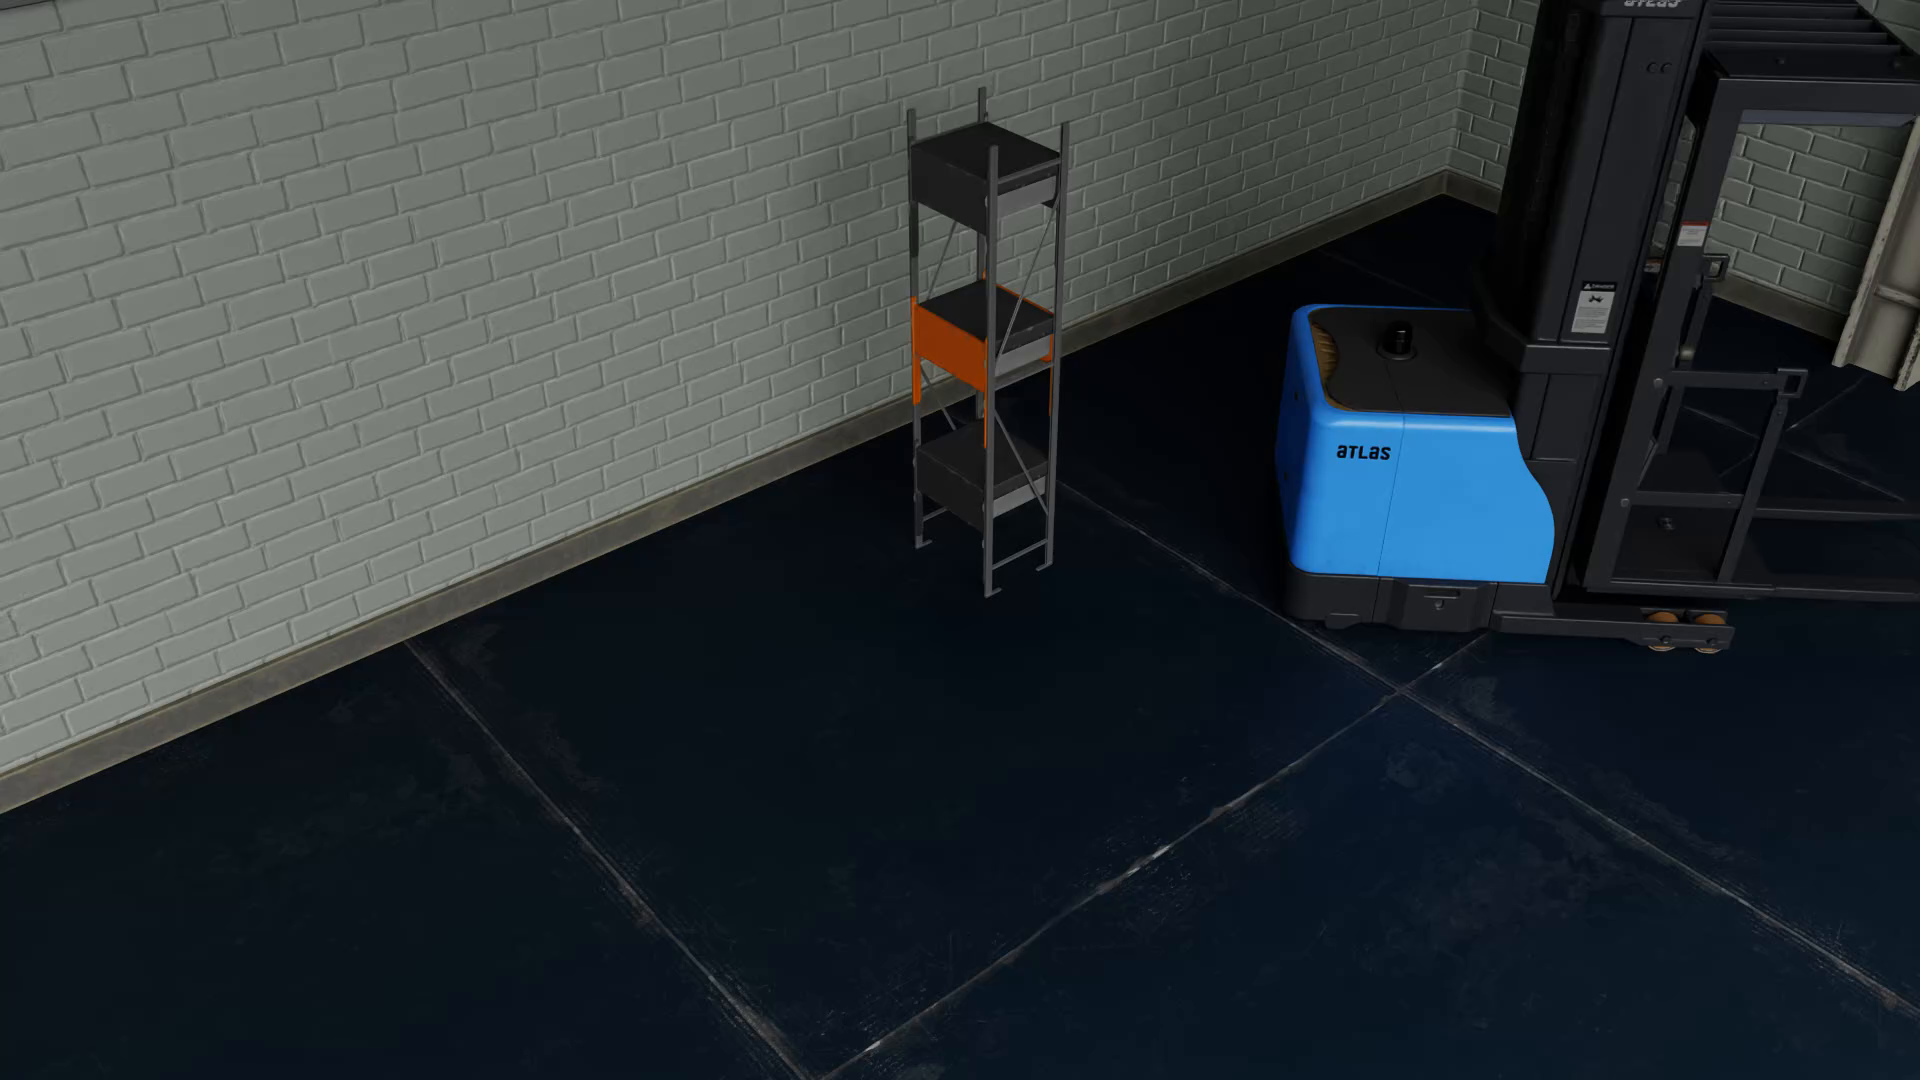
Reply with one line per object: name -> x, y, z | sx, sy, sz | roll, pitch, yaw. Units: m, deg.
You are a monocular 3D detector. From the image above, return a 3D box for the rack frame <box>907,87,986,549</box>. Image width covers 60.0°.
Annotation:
rack frame -> -0.051, -0.892, 7.192 | 0.400, 2.100, 0.015 | -26, 43, -32

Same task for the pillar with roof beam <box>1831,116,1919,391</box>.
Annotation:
pillar with roof beam -> 1.727, -3.002, 4.203 | 9.100, 9.000, 0.400 | -26, 43, -32

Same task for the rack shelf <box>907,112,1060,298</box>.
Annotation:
rack shelf -> 0.107, -1.344, 6.643 | 0.431, 0.518, 0.480 | -26, 43, -32

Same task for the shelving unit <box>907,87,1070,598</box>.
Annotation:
shelving unit -> 0.107, -0.784, 7.040 | 0.431, 2.100, 0.503 | -26, 43, -32

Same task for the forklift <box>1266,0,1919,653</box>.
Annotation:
forklift -> 2.936, -1.035, 6.676 | 3.031, 2.935, 1.130 | 2, 35, 4

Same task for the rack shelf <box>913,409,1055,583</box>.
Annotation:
rack shelf -> 0.107, -0.201, 7.452 | 0.431, 0.518, 0.480 | -26, 43, -32

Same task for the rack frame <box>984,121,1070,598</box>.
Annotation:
rack frame -> 0.264, -0.676, 6.888 | 0.400, 2.100, 0.015 | -26, 43, -32

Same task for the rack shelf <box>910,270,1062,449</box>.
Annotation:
rack shelf -> 0.107, -0.773, 7.048 | 0.431, 0.518, 0.480 | -26, 43, -32
